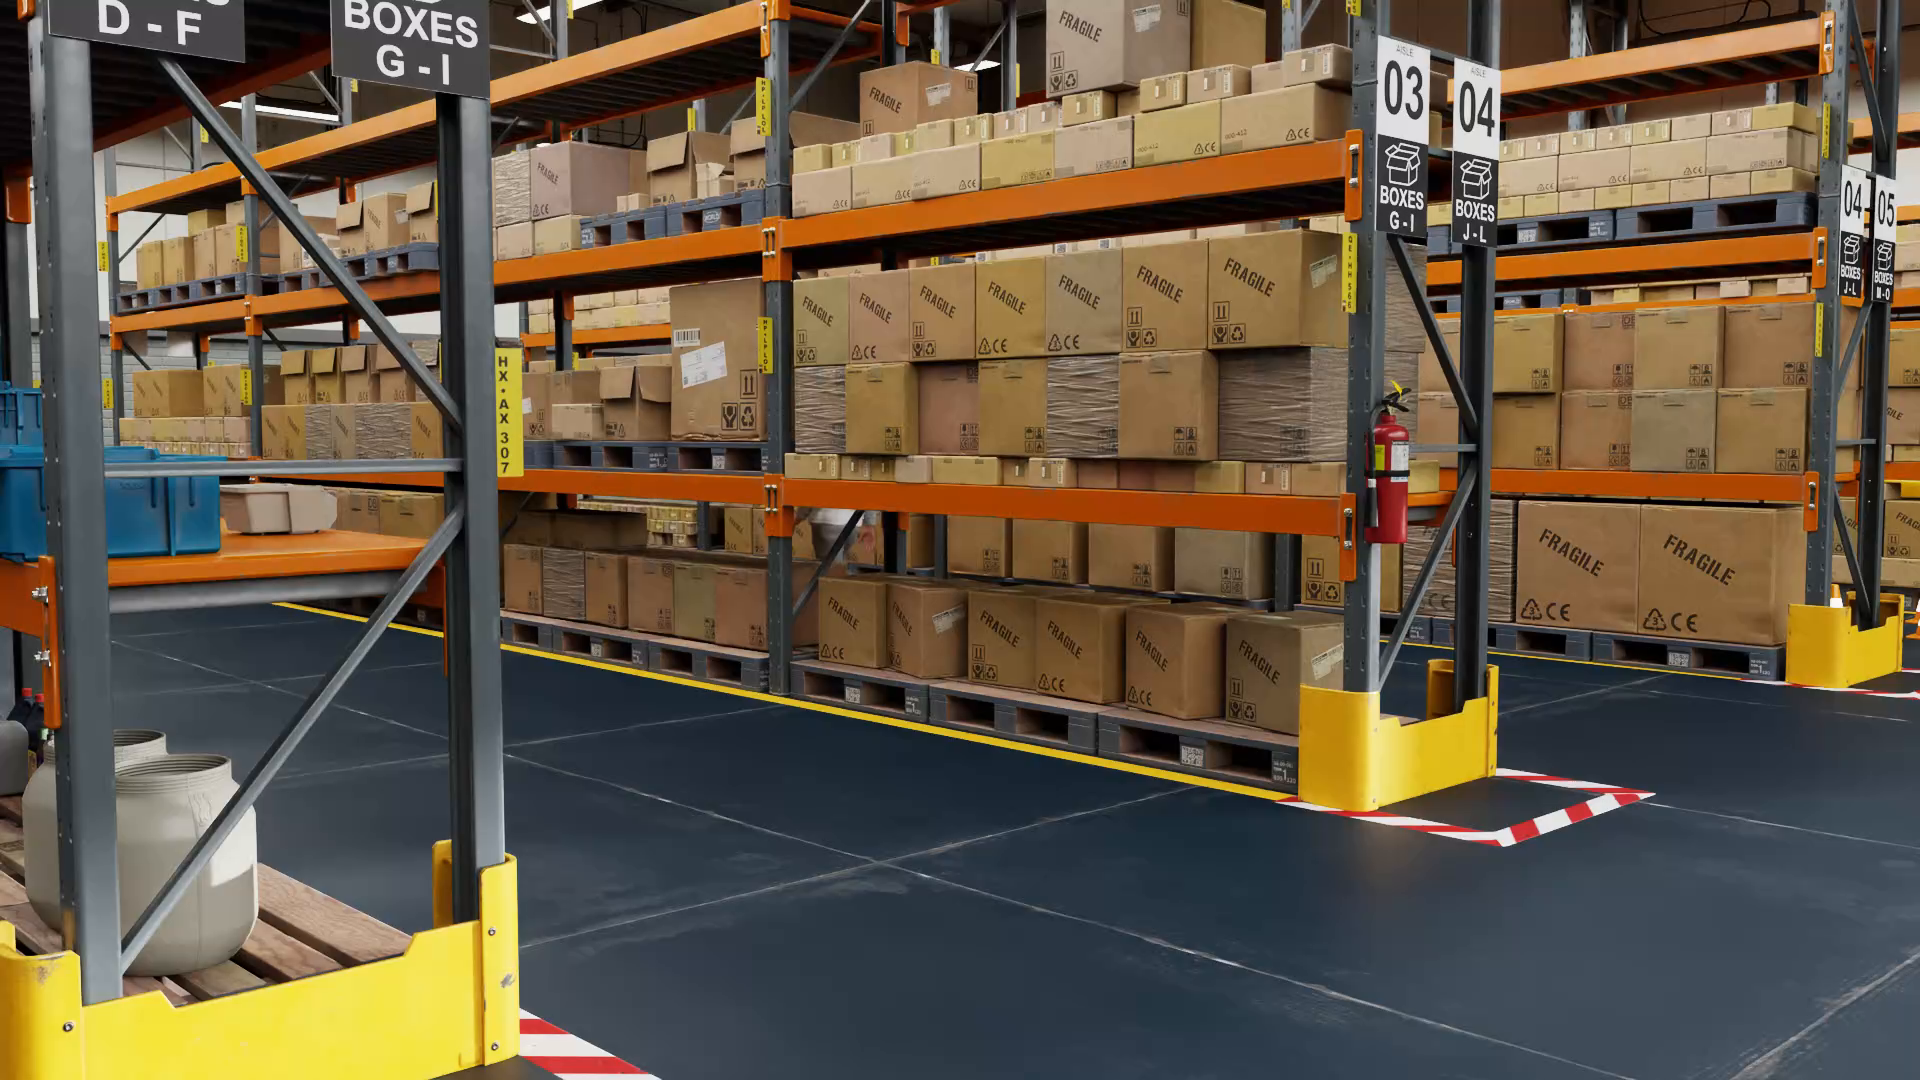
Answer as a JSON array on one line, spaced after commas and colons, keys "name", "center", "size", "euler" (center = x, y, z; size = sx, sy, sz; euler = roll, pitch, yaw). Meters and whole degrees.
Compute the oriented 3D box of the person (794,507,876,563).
[{"name": "person", "center": [-0.989, -0.121, 12.539], "size": [1.005, 1.721, 0.538], "euler": [3, 5, 36]}]
